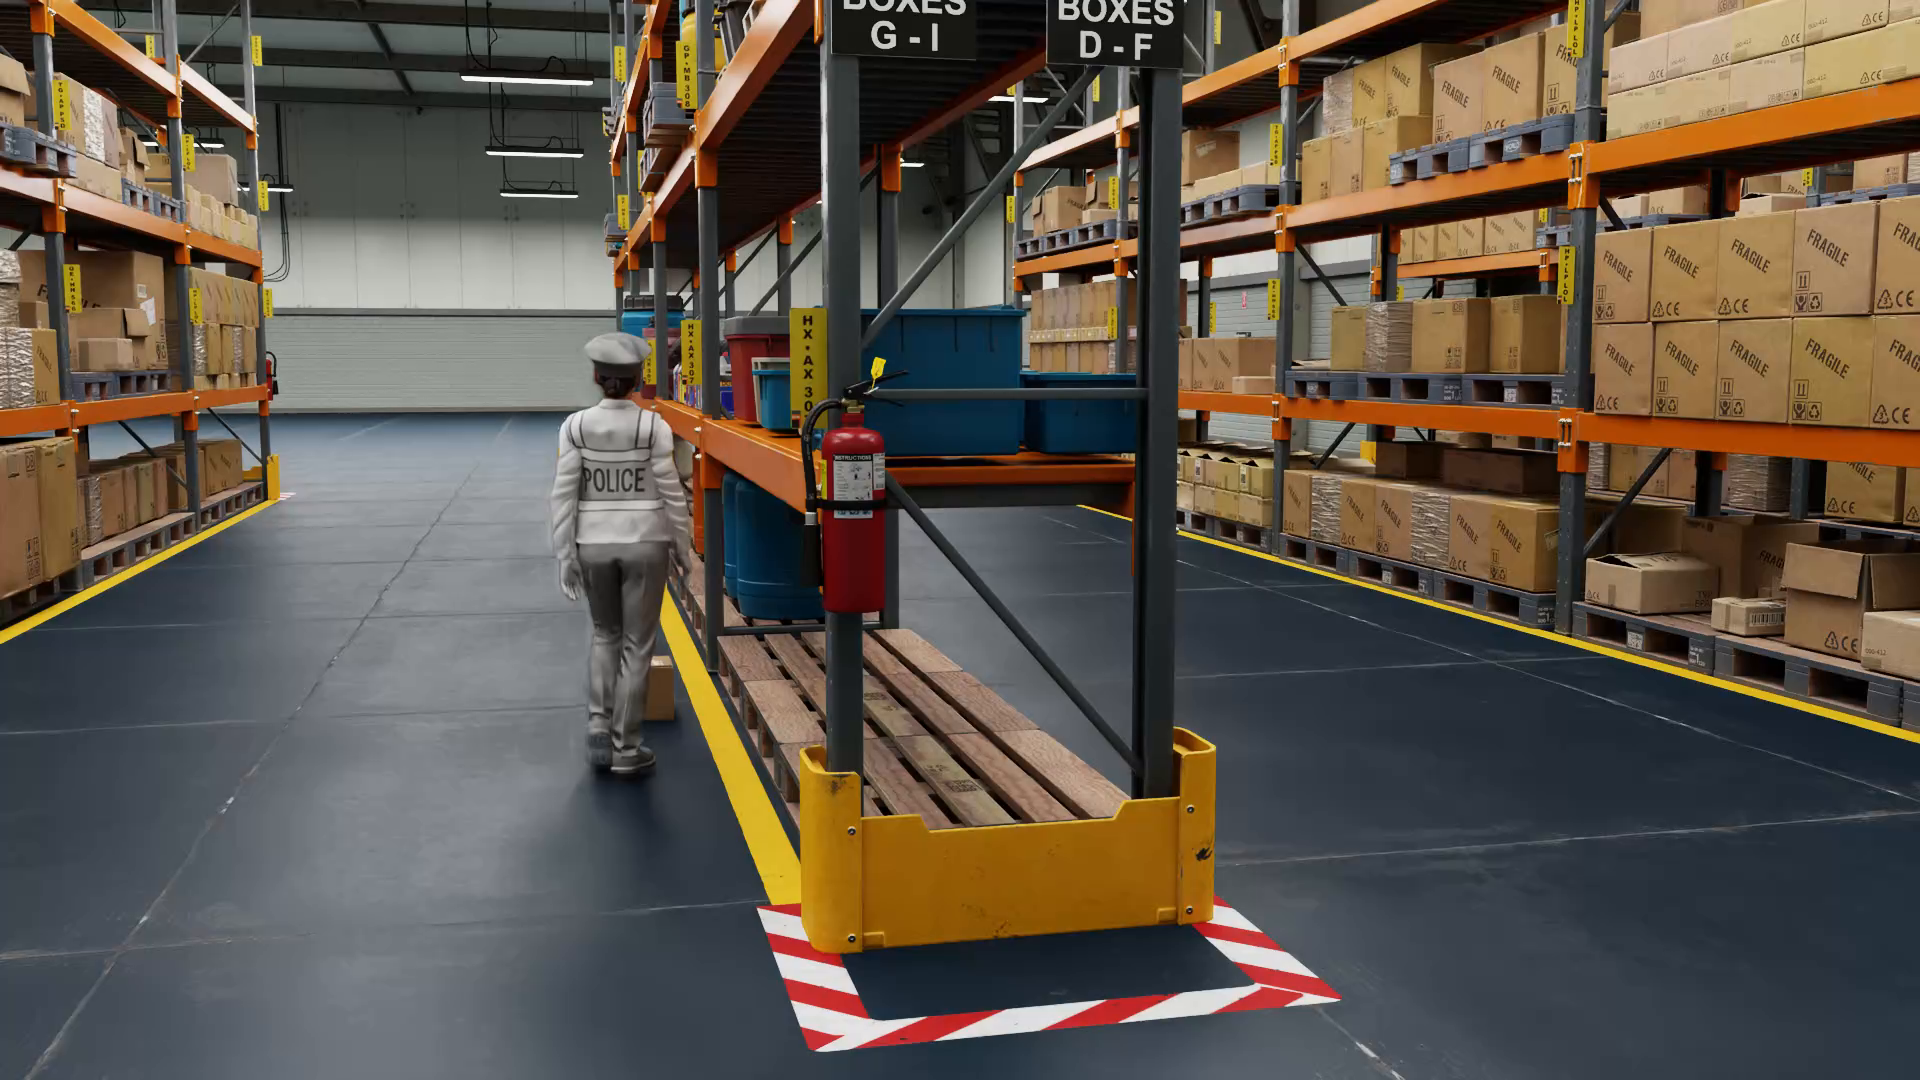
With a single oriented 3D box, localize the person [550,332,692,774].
[{"bbox_3d":[-1.289,0.068,6.425,0.486,1.731,0.464,1,6,7],"label":"person"}]
